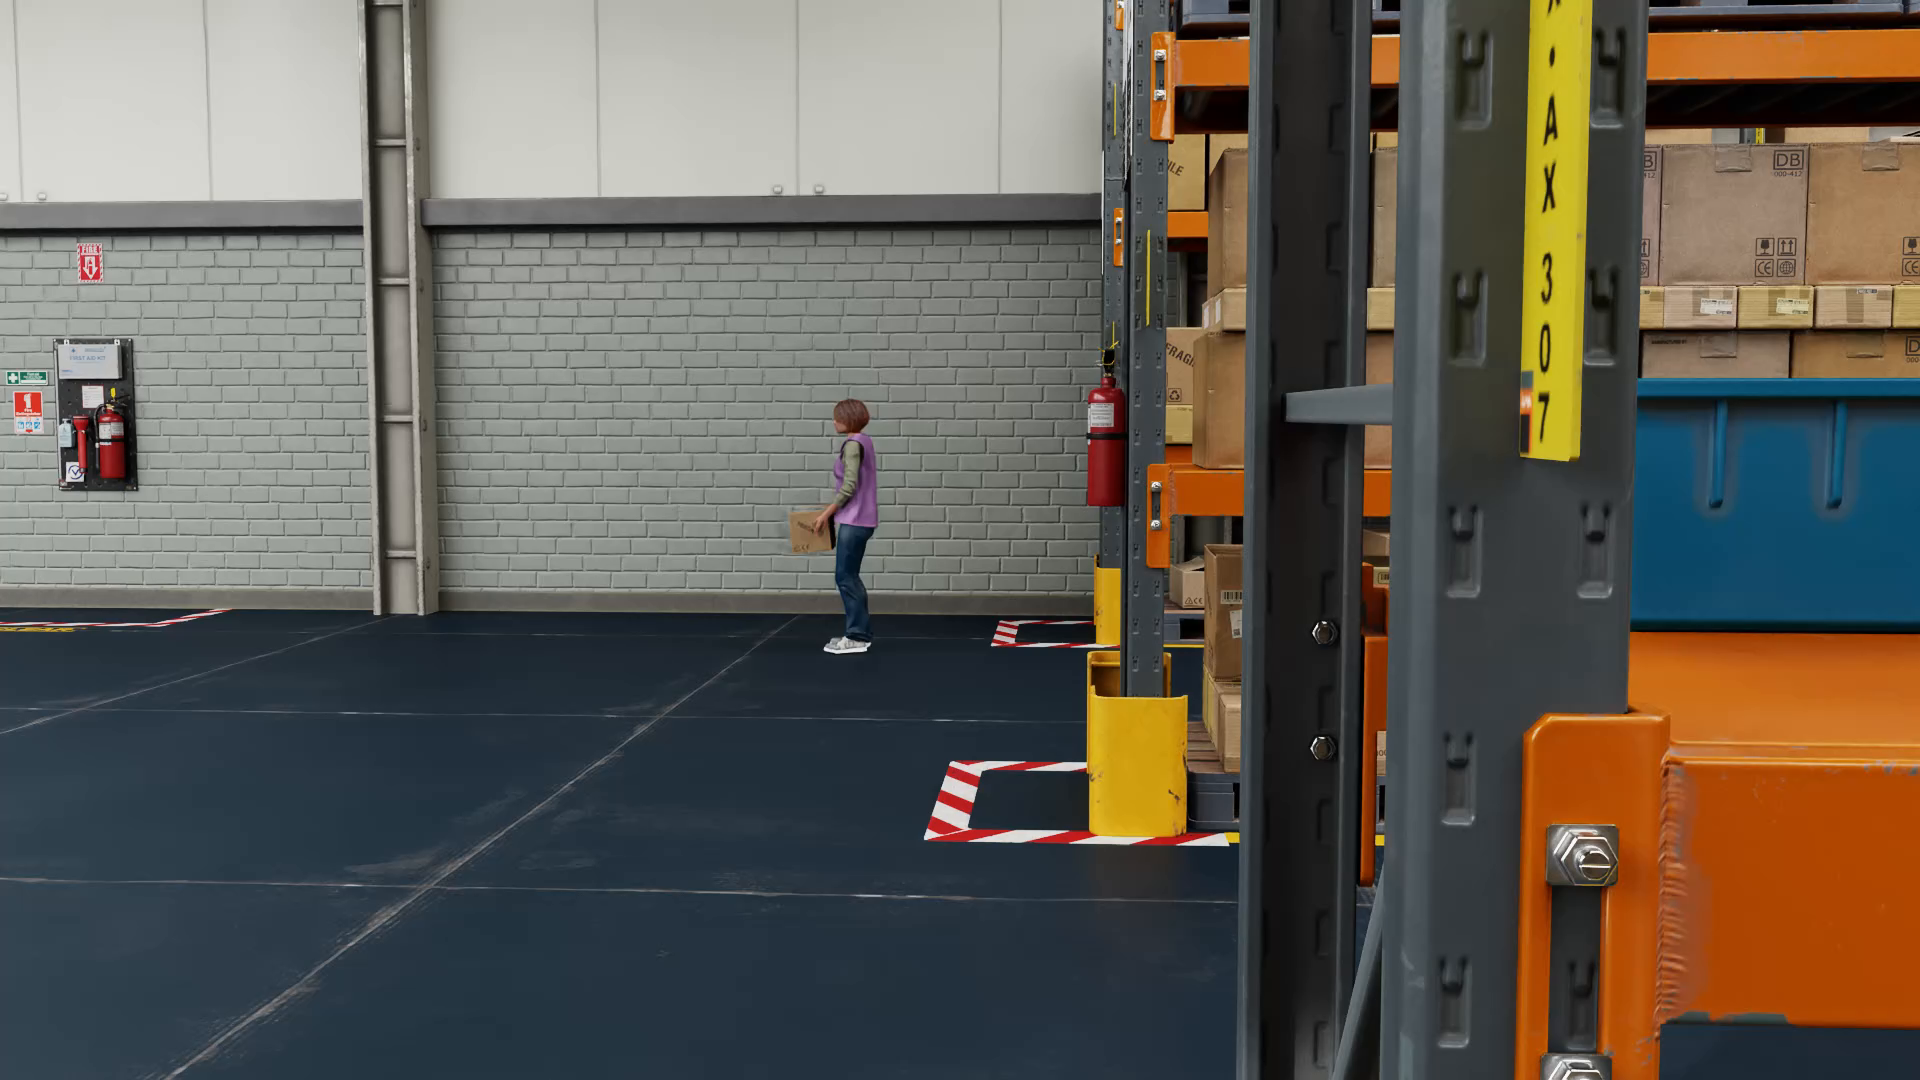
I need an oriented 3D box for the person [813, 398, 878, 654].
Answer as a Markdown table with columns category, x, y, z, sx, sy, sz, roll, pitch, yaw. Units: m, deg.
| category | x | y | z | sx | sy | sz | roll | pitch | yaw |
| --- | --- | --- | --- | --- | --- | --- | --- | --- | --- |
| person | -0.715 | -0.092 | 10.512 | 0.398 | 1.603 | 0.444 | 0 | 4 | 3 |
